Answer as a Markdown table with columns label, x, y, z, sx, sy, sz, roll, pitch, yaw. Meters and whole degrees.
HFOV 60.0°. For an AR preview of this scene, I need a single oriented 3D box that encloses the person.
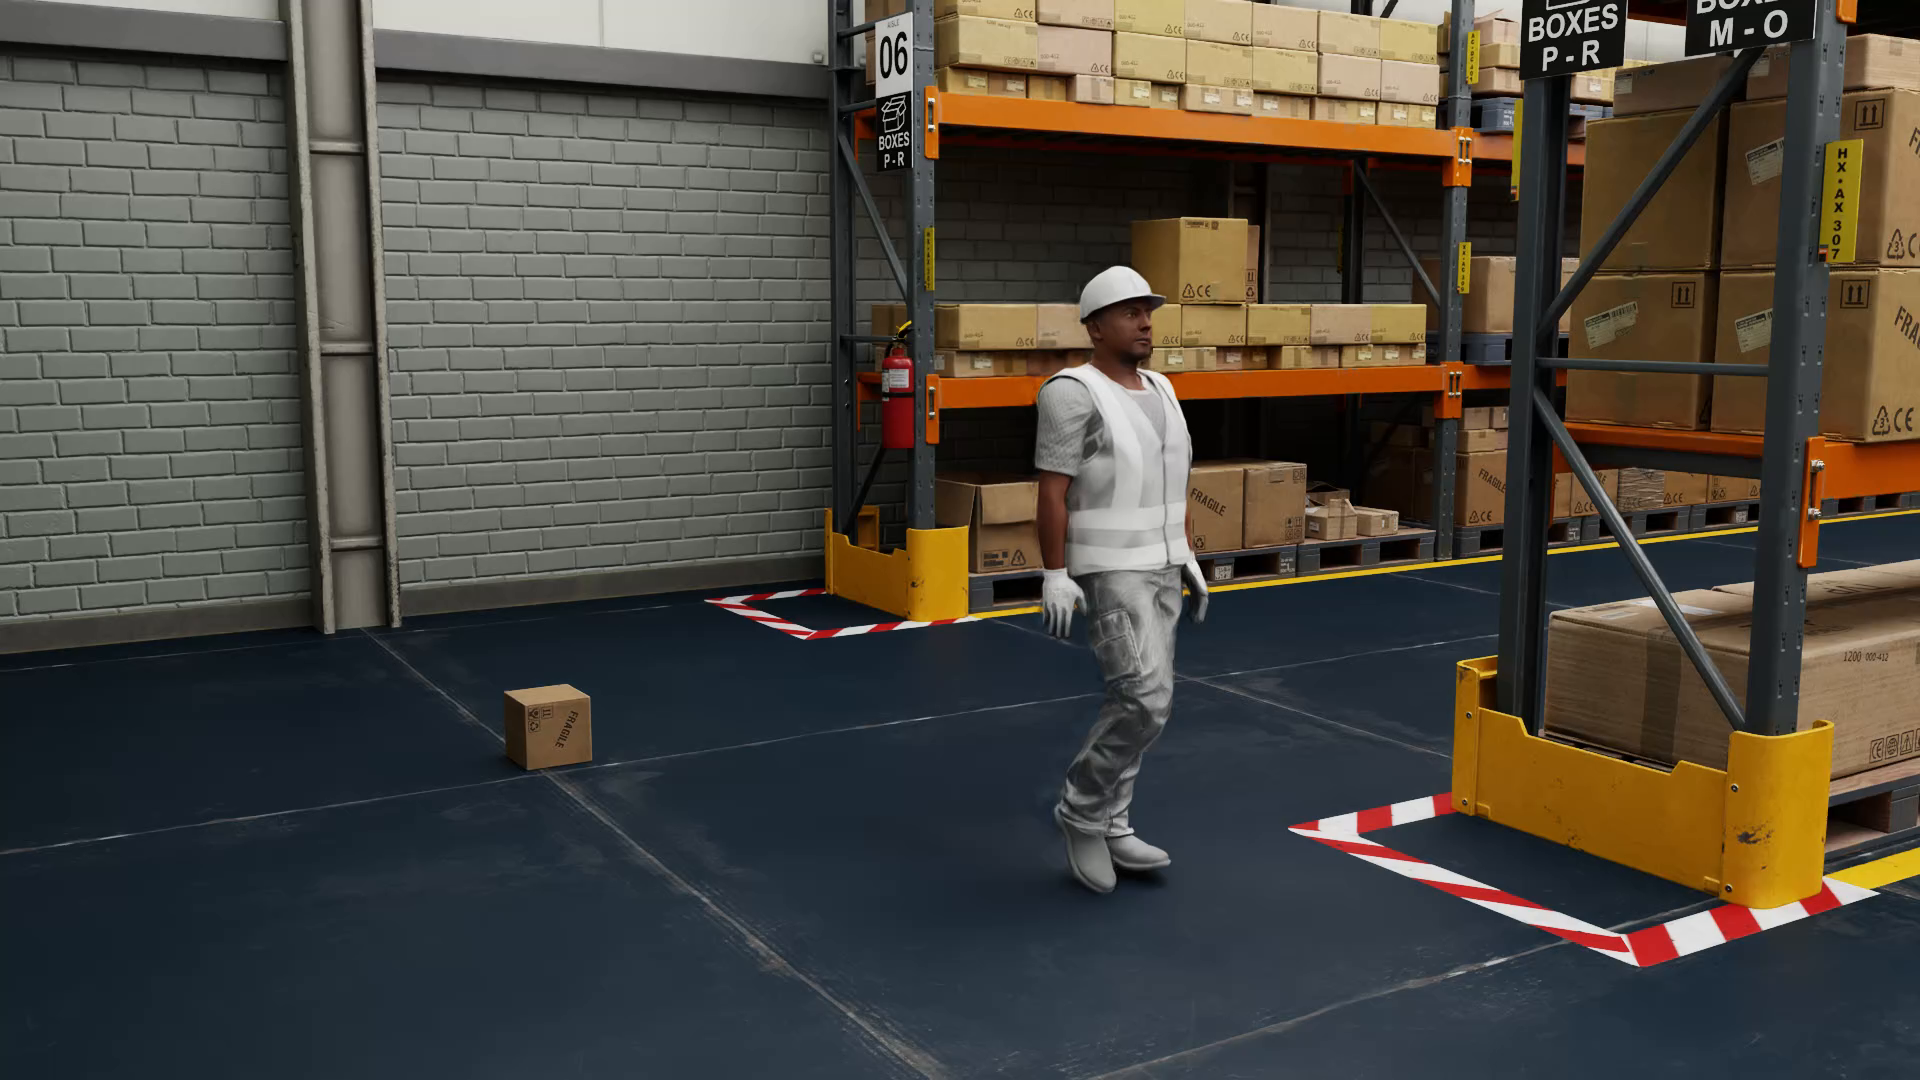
| label | x | y | z | sx | sy | sz | roll | pitch | yaw |
| --- | --- | --- | --- | --- | --- | --- | --- | --- | --- |
| person | 0.514 | 0.119 | 4.847 | 0.454 | 1.814 | 0.544 | 7 | 11 | 41 |
